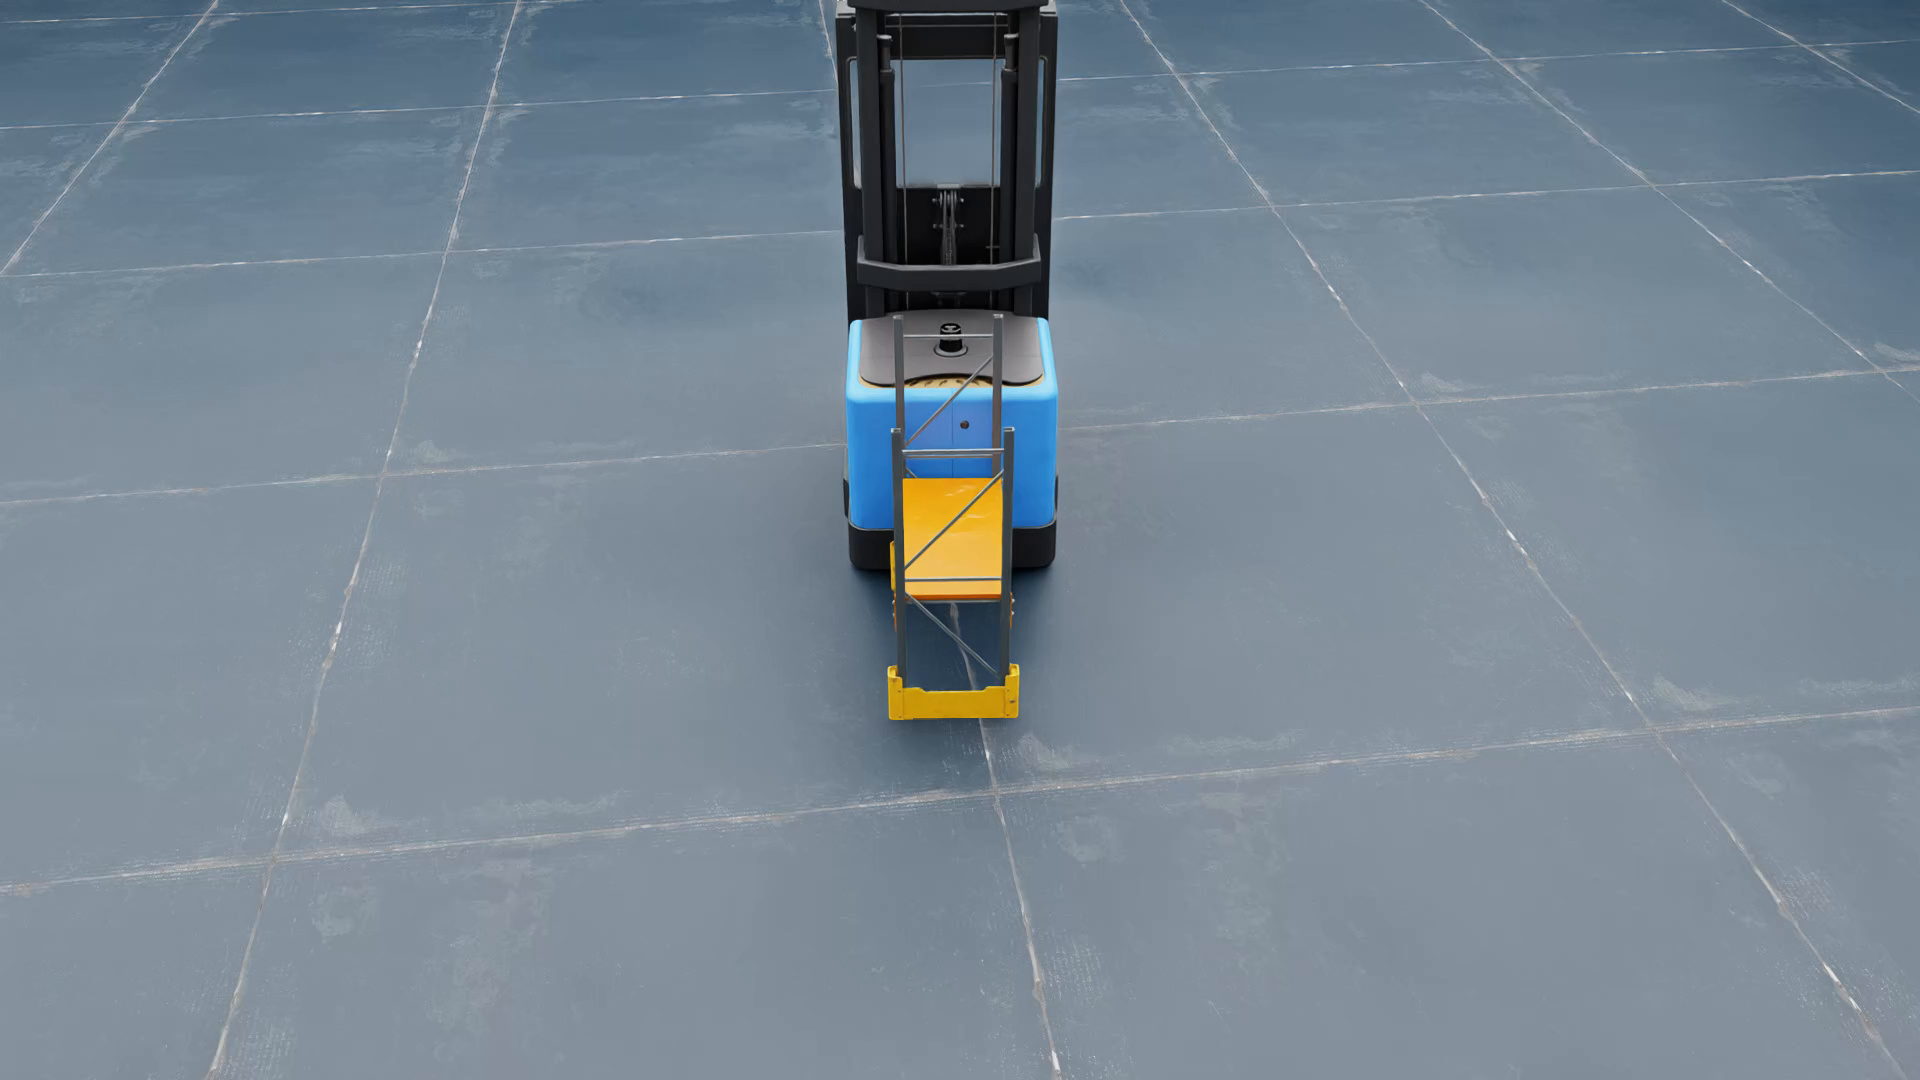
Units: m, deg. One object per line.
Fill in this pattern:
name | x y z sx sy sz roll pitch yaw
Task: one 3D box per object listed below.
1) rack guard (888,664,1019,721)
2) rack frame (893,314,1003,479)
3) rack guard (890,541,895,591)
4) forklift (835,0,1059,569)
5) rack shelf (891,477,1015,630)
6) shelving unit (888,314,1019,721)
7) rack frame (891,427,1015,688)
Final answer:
rack guard | -0.029 0.689 7.517 0.587 0.250 0.087 -1 34 -1
rack frame | -0.053 -0.399 8.004 0.500 1.500 0.032 -1 34 -1
rack guard | -0.053 0.128 8.340 0.587 0.250 0.087 -1 34 -1
forklift | -0.071 -1.861 8.878 1.130 2.935 3.031 -1 34 -1
rack shelf | -0.041 0.035 7.686 0.538 0.185 1.000 -1 34 -1
shelving unit | -0.041 -0.108 7.577 0.587 1.500 1.083 -1 34 -1
rack frame | -0.029 0.173 7.164 0.500 1.500 0.032 -1 34 -1
